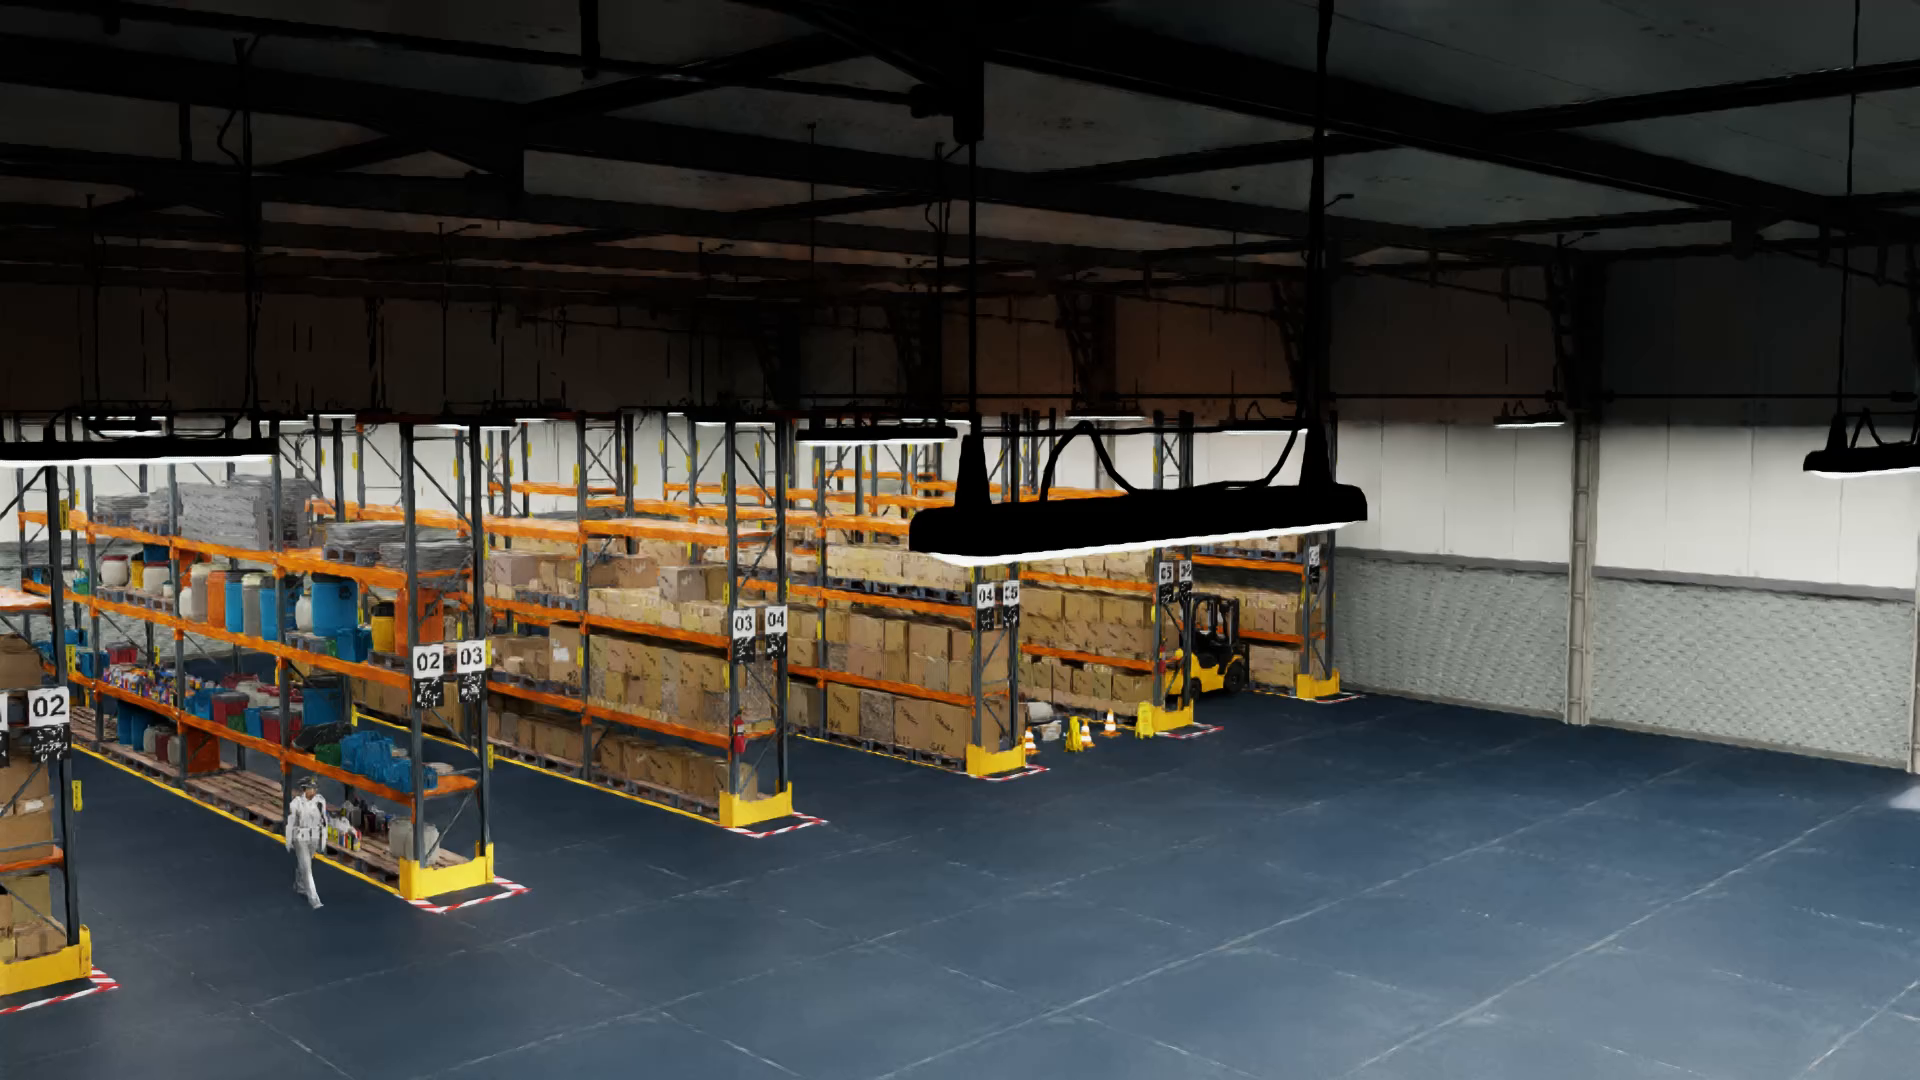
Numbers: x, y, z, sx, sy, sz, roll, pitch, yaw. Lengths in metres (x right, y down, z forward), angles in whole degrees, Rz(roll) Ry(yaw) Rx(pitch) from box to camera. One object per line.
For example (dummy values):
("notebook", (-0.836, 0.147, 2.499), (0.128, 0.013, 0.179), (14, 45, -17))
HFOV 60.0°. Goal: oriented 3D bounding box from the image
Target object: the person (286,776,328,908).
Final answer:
("person", (-8.120, 3.716, 20.769), (1.079, 1.587, 0.488), (5, 7, 43))
